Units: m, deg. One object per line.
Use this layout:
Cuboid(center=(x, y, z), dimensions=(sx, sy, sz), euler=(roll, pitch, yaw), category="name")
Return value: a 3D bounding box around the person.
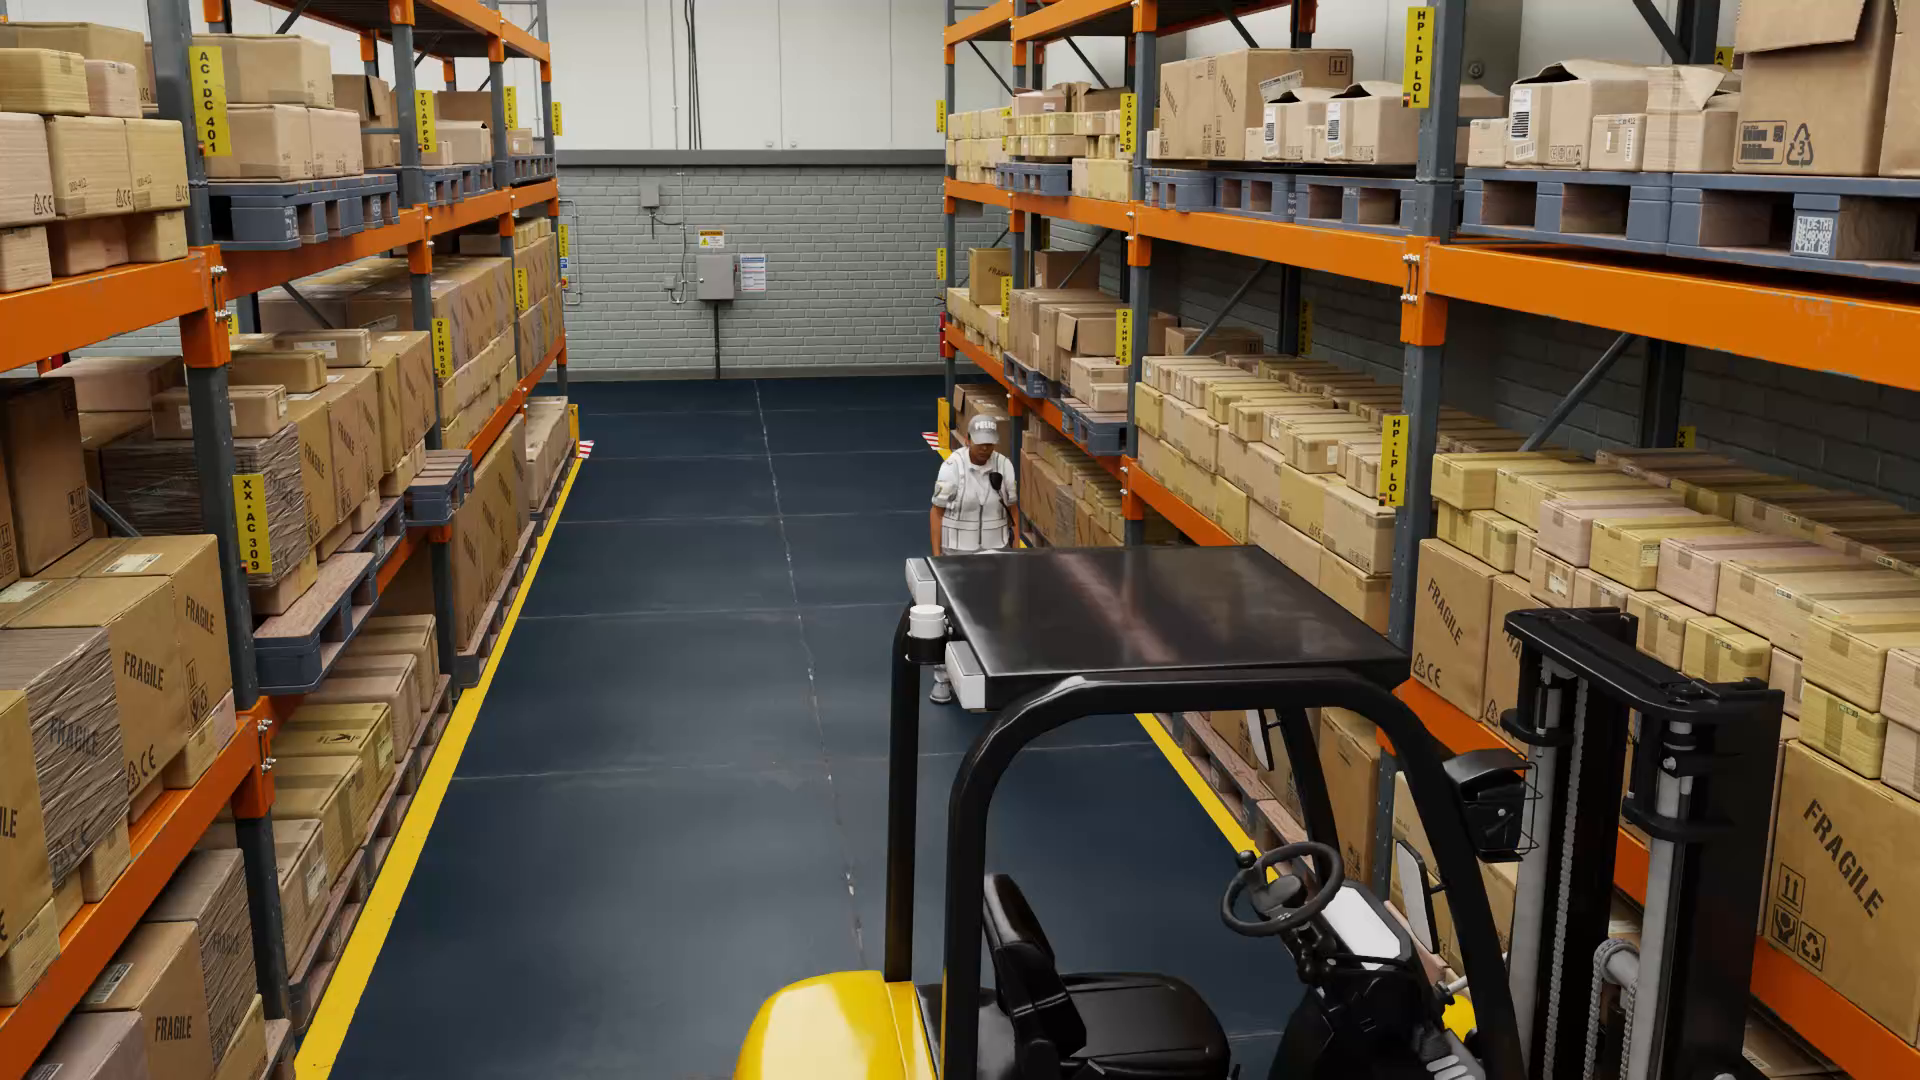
Cuboid(center=(0.086, 0.093, 9.578), dimensions=(0.554, 1.666, 0.458), euler=(-3, 14, -11), category="person")
